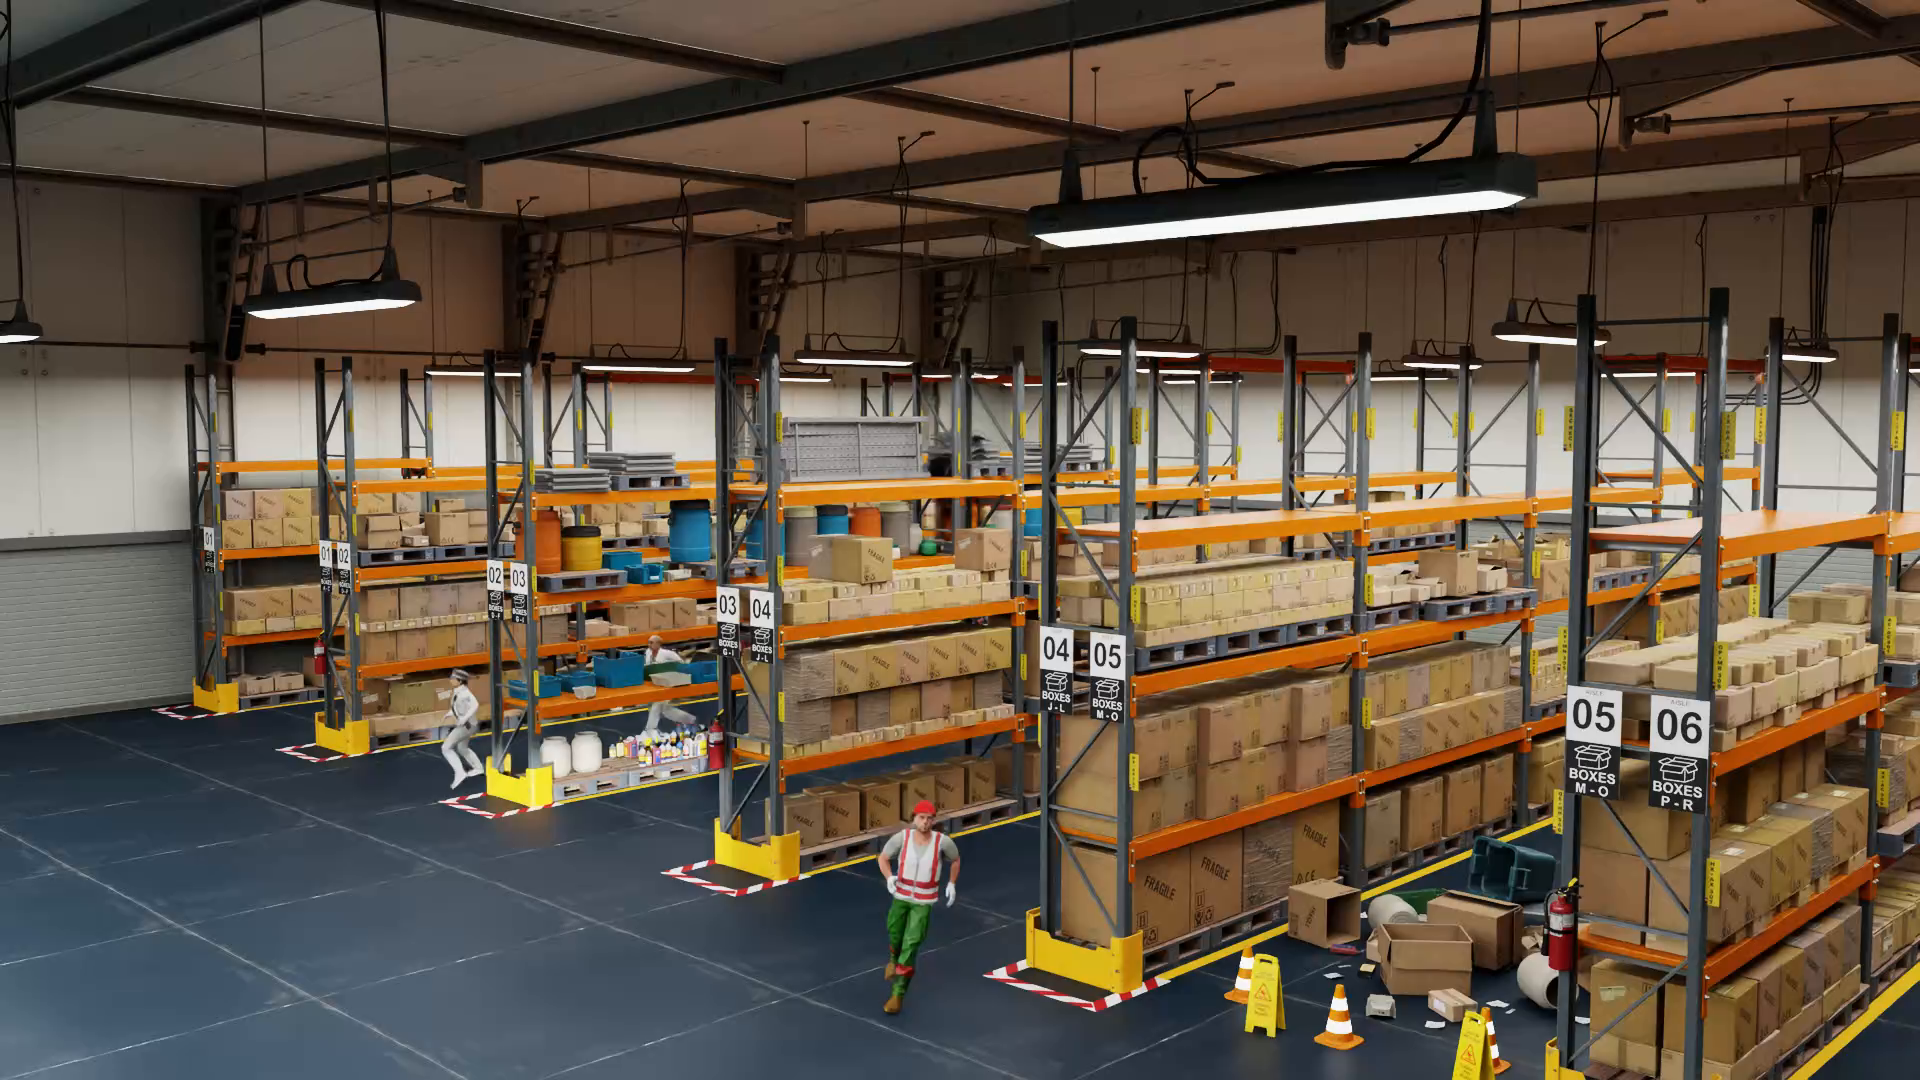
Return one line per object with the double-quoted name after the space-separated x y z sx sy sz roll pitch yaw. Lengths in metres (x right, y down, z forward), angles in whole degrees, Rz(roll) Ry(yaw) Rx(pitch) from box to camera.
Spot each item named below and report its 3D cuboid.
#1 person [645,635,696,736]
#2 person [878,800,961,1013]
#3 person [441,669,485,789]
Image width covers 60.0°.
-4.551 2.327 25.701 0.712 1.778 1.188 4 6 41 "person"
-0.378 3.155 14.587 0.717 1.743 0.985 1 4 8 "person"
-6.898 2.587 23.114 0.676 1.647 0.786 -2 5 -29 "person"
